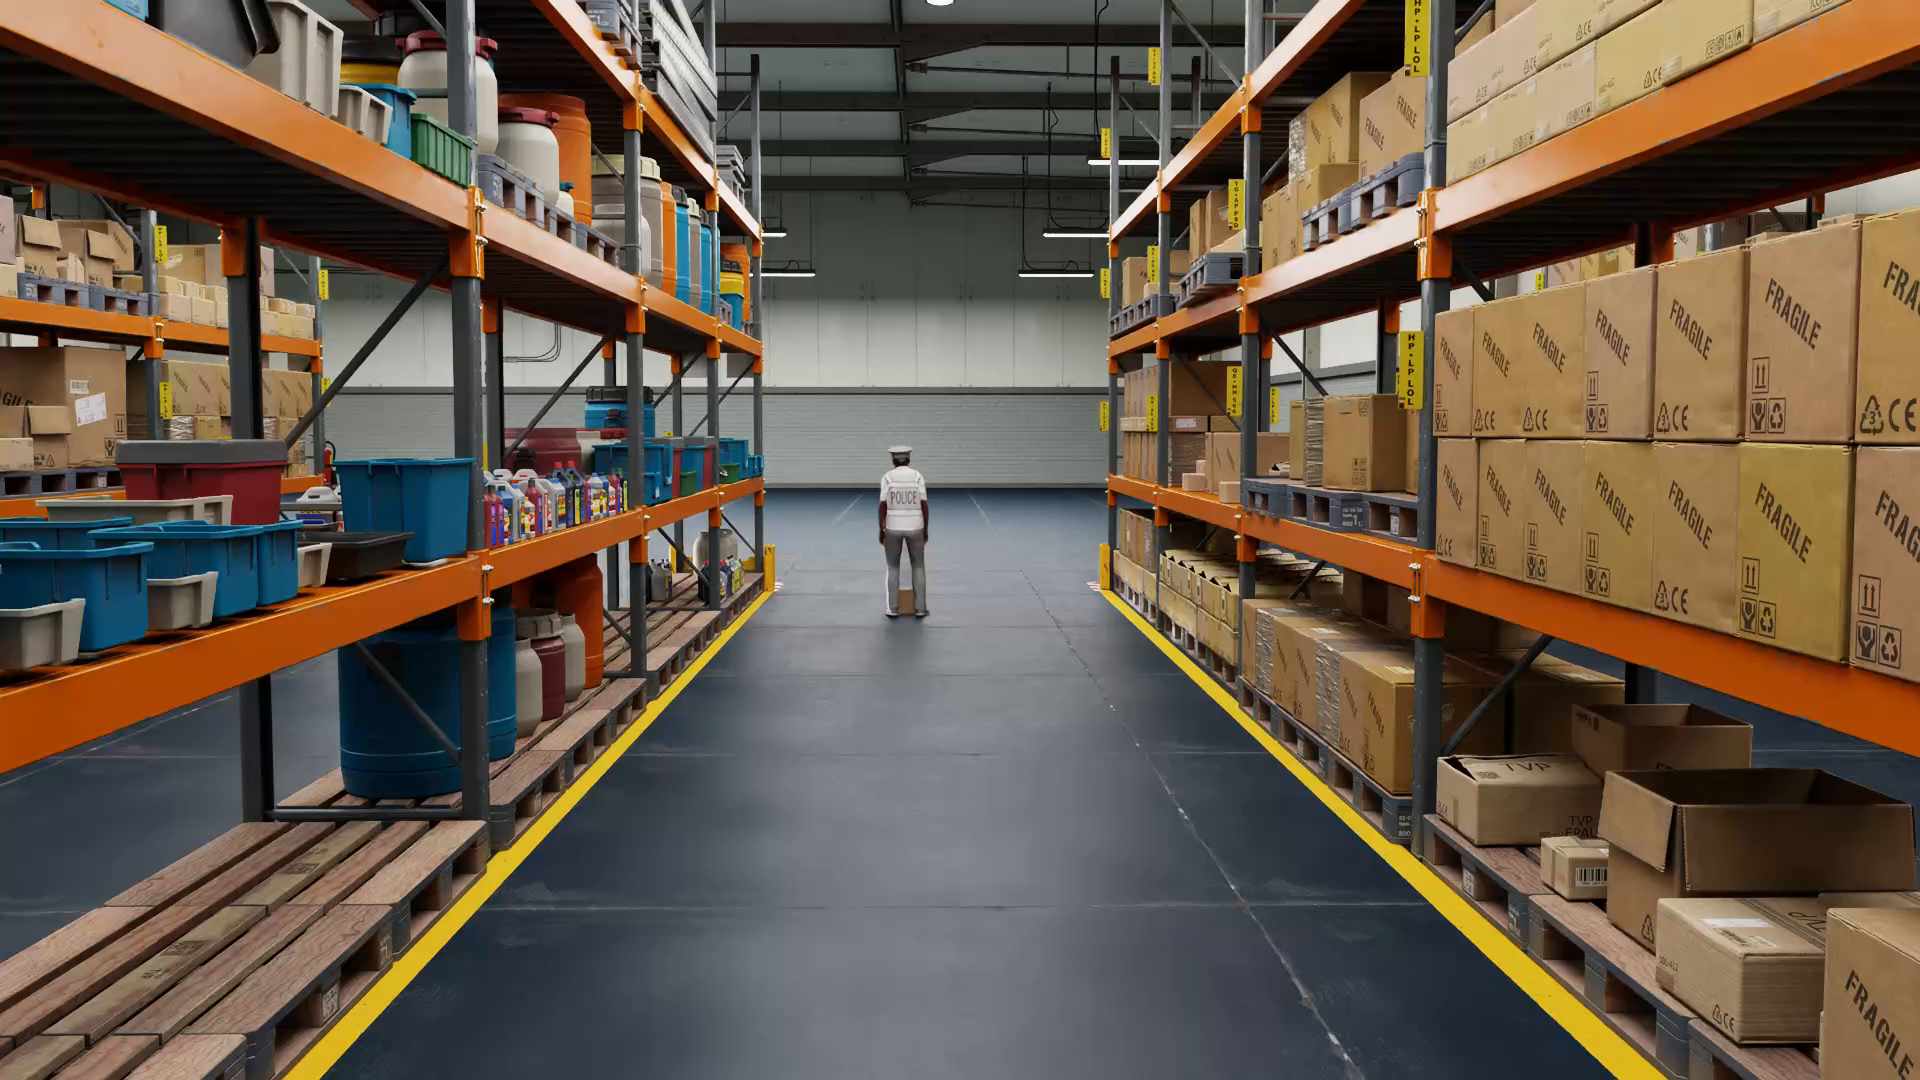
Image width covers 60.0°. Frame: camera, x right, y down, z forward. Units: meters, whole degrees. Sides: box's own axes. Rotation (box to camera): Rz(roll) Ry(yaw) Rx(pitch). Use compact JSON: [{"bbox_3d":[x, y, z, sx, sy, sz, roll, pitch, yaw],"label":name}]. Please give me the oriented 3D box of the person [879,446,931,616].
[{"bbox_3d":[-0.538,-0.081,16.223,0.503,1.657,0.397,0,4,-1],"label":"person"}]
